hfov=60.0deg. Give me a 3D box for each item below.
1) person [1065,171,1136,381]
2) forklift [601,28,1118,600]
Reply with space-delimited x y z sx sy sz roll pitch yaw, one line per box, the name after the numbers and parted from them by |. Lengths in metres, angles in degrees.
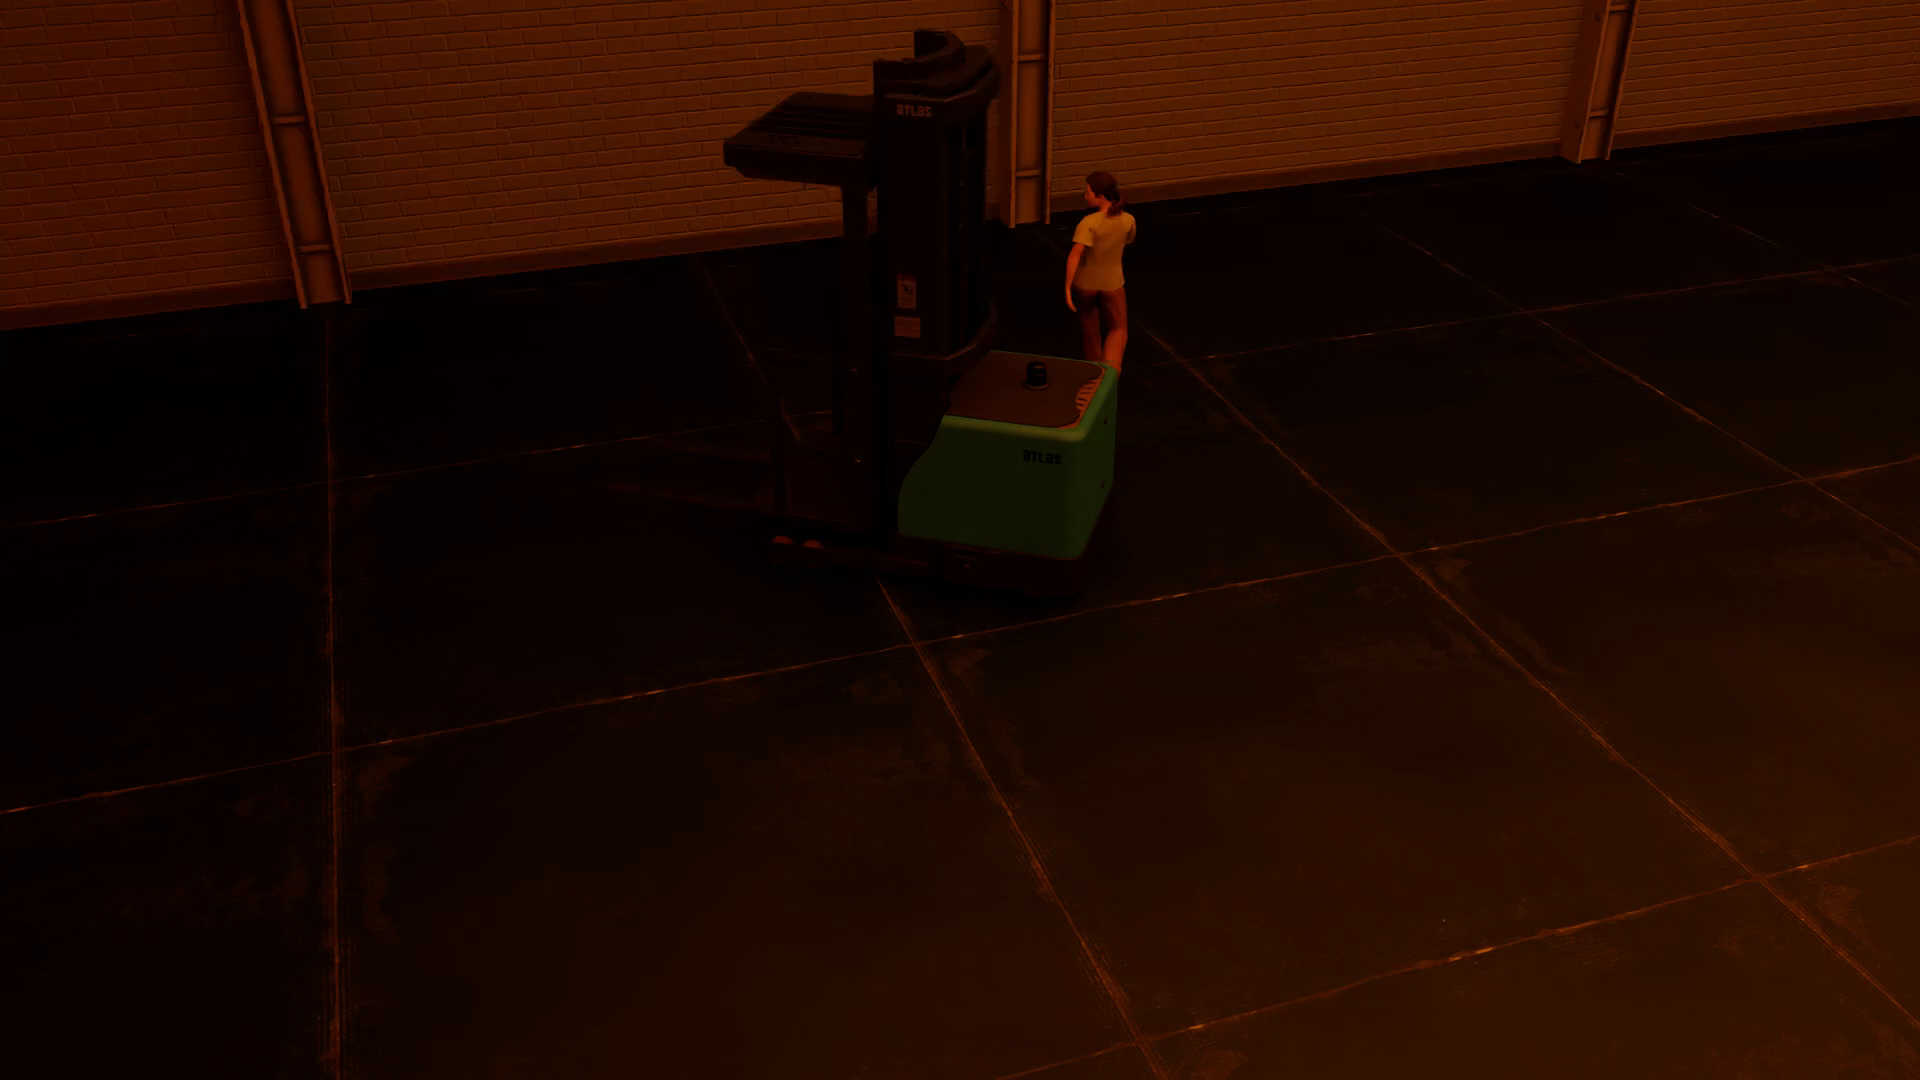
0.968 -1.798 11.590 0.495 1.589 0.836 1 30 1 | person
-0.645 -1.341 9.418 3.031 2.935 1.130 8 31 14 | forklift
